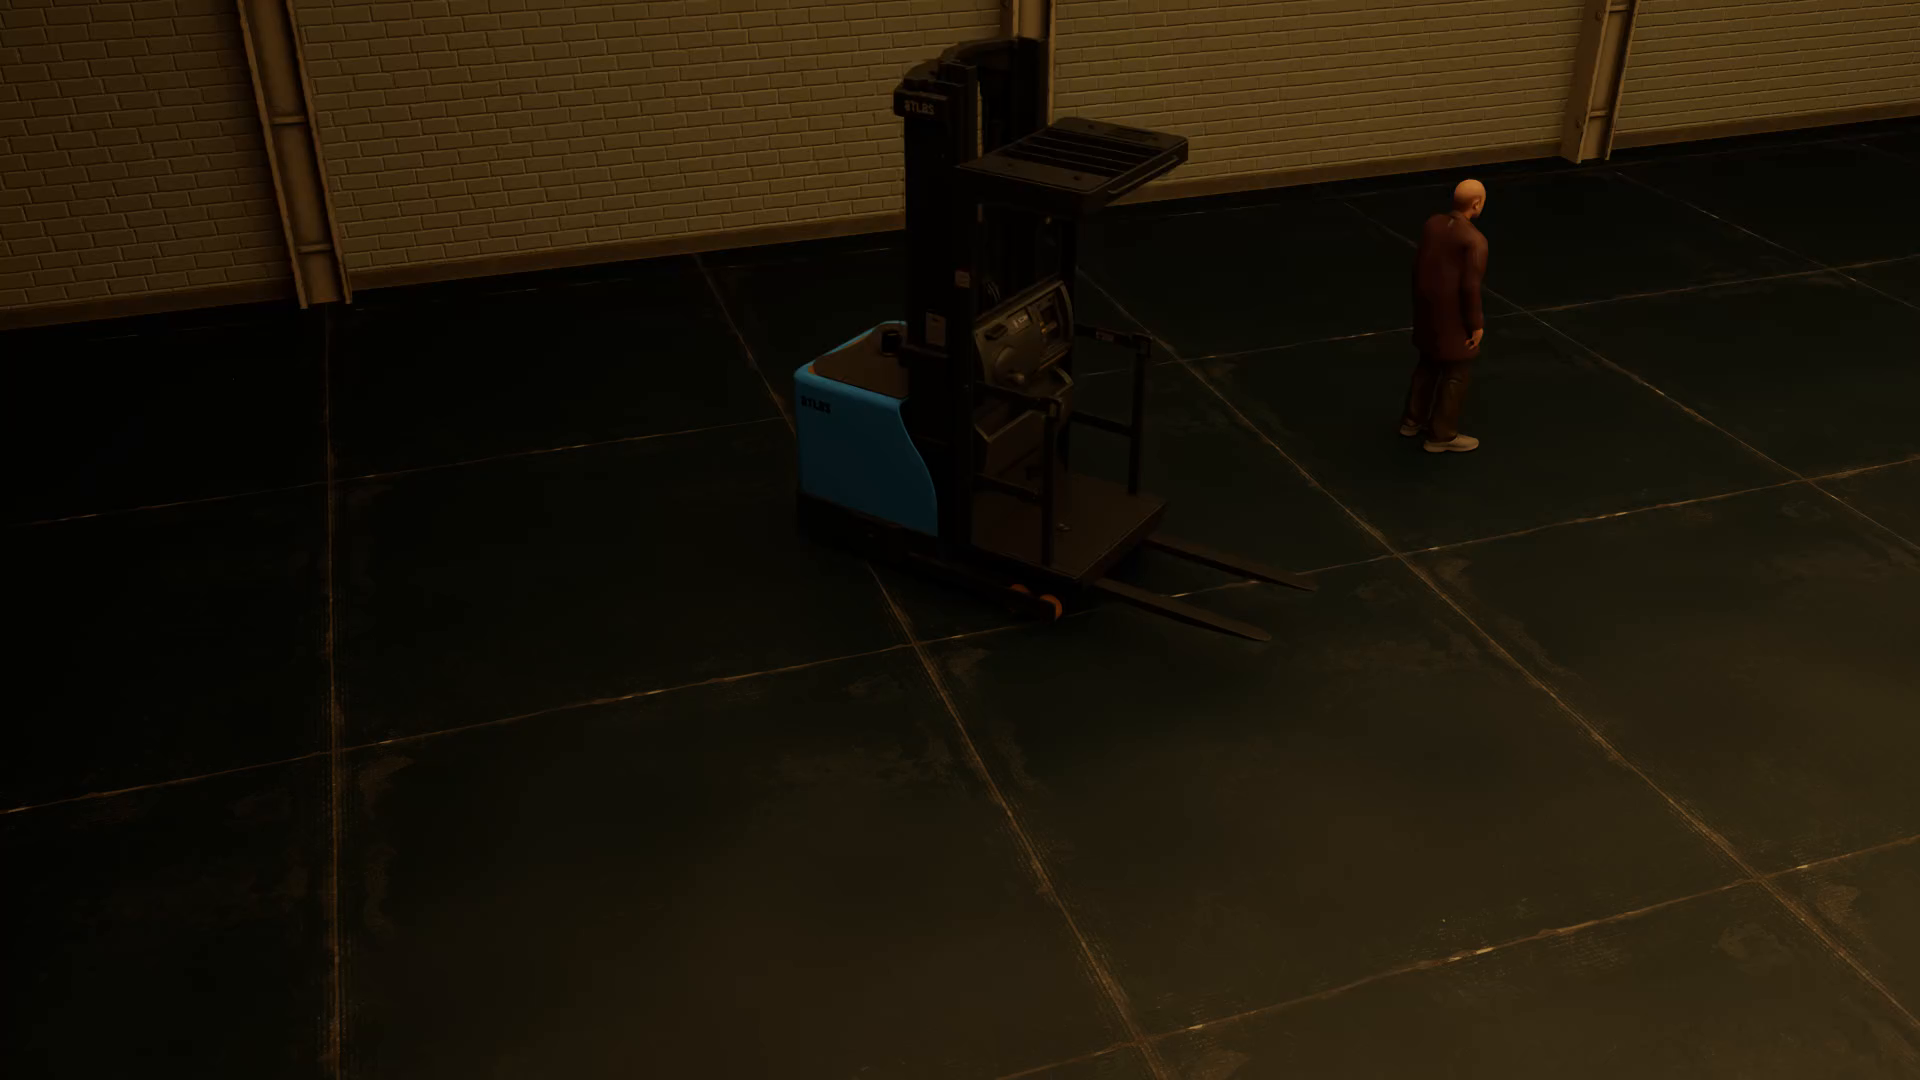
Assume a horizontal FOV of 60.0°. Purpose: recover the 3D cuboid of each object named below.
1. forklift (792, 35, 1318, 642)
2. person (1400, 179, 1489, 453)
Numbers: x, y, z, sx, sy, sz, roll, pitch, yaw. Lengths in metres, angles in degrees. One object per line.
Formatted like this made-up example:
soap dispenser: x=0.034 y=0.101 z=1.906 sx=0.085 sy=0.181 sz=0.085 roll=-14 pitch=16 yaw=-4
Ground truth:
forklift: x=0.526 y=-1.106 z=9.009 sx=3.031 sy=2.935 sz=1.130 roll=18 pitch=35 yaw=29
person: x=3.162 y=-1.460 z=10.786 sx=0.435 sy=1.772 sz=0.642 roll=-13 pitch=32 yaw=-21
